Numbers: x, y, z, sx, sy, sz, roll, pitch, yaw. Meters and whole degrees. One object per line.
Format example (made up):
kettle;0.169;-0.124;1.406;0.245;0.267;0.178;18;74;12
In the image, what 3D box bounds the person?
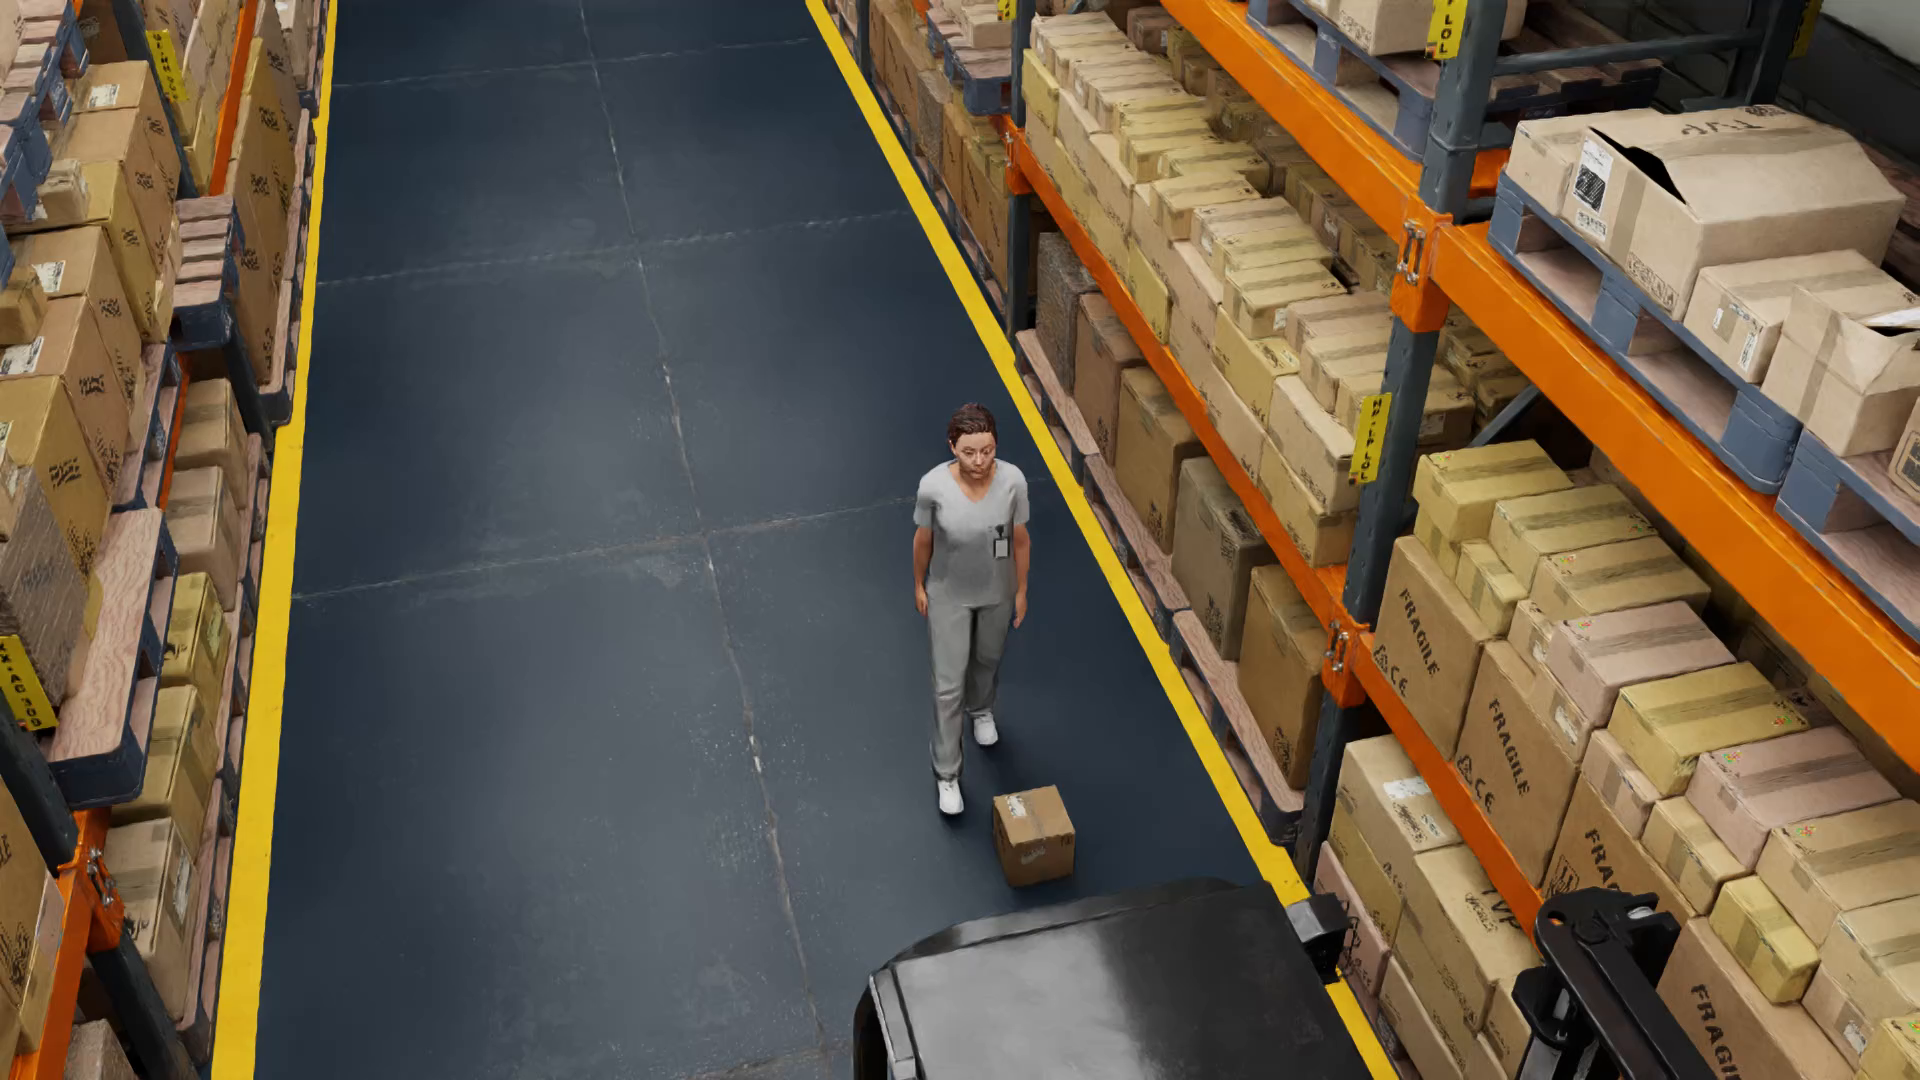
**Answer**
person;0.065;0.245;6.335;0.440;1.660;0.682;-7;39;-9
